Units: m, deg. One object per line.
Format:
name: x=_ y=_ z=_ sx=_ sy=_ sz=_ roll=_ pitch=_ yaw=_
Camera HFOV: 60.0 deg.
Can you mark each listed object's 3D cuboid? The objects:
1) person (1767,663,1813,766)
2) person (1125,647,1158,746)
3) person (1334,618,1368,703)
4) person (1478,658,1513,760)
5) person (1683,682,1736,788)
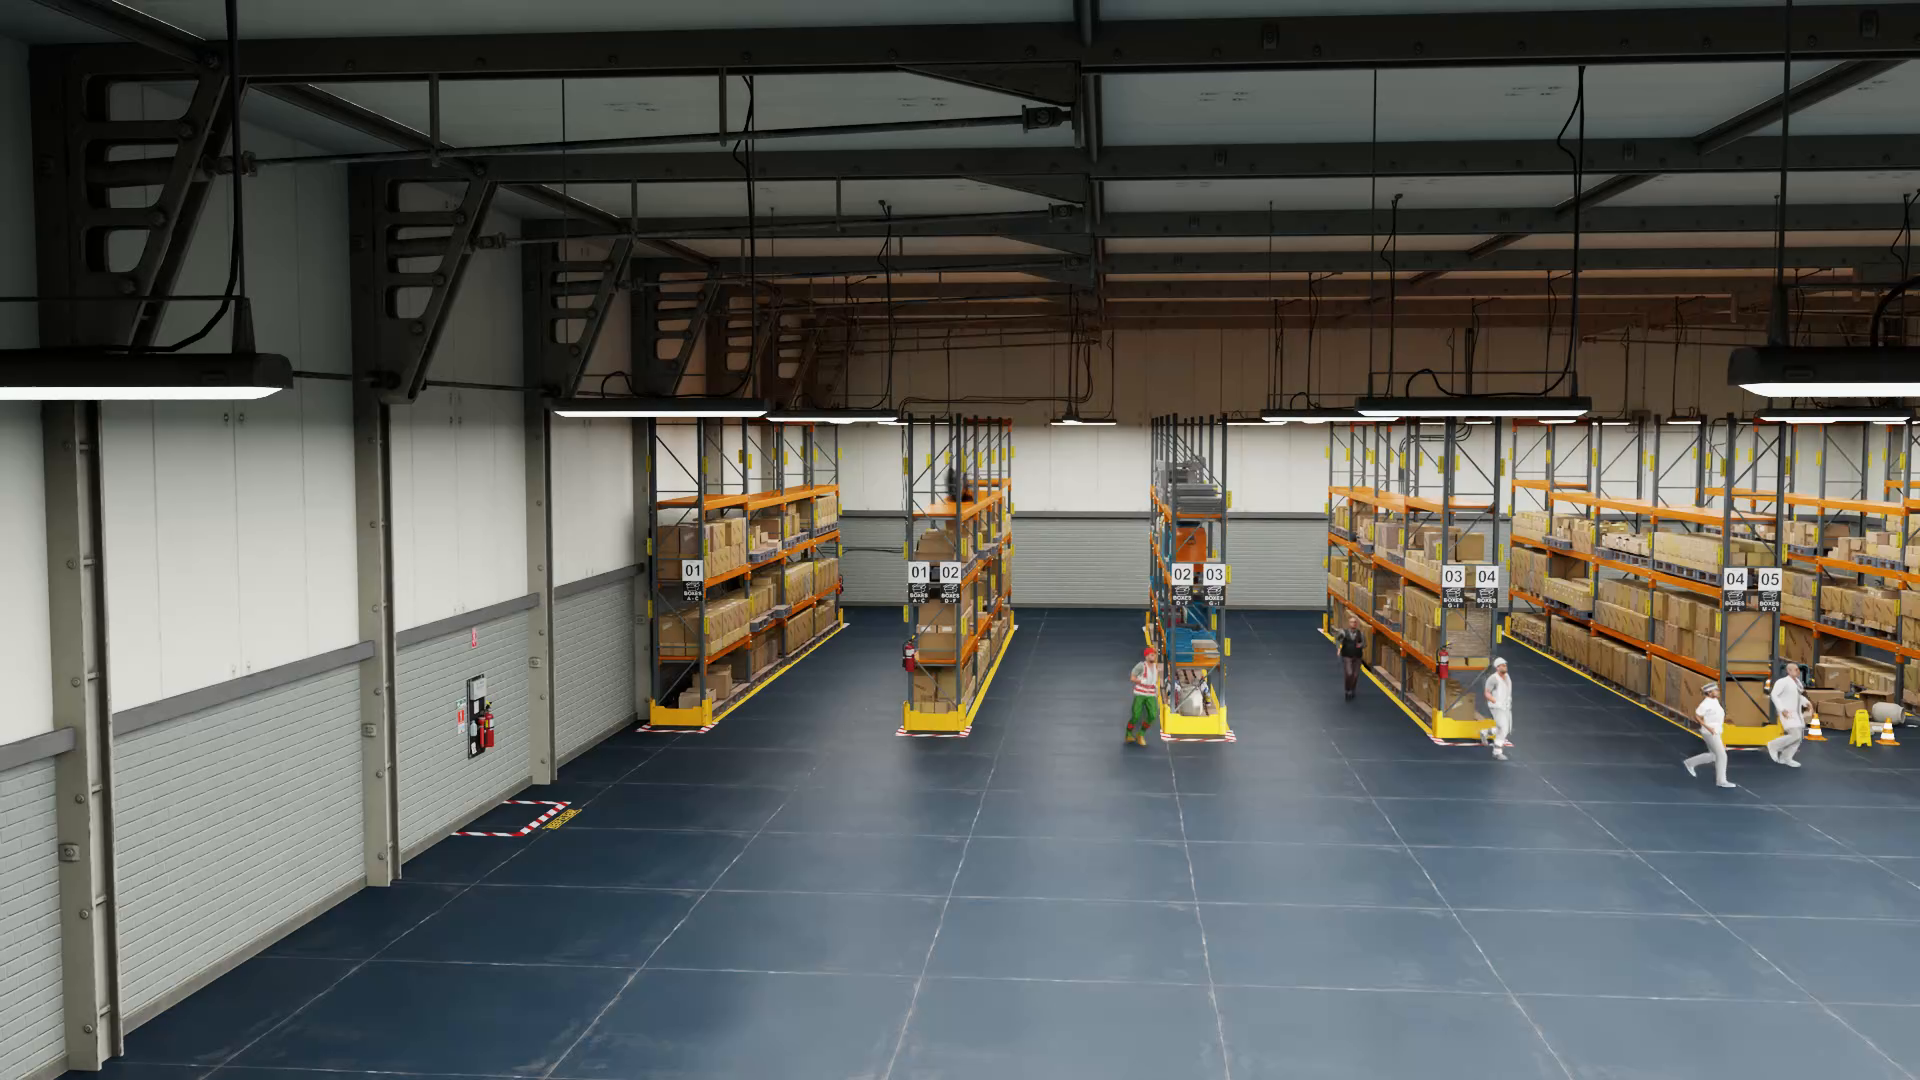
person: x=14.099 y=2.956 z=28.213 sx=0.728 sy=1.747 sz=0.600 roll=-3 pitch=5 yaw=-36
person: x=3.386 y=2.829 z=30.094 sx=0.661 sy=1.773 sz=0.678 roll=-2 pitch=4 yaw=-22
person: x=8.227 y=2.519 z=34.922 sx=0.624 sy=1.780 sz=0.752 roll=0 pitch=4 yaw=-2
person: x=9.319 y=2.909 z=28.896 sx=0.673 sy=1.761 sz=0.683 roll=-3 pitch=5 yaw=-36
person: x=12.019 y=3.096 z=26.635 sx=0.815 sy=1.657 sz=0.588 roll=3 pitch=5 yaw=40
